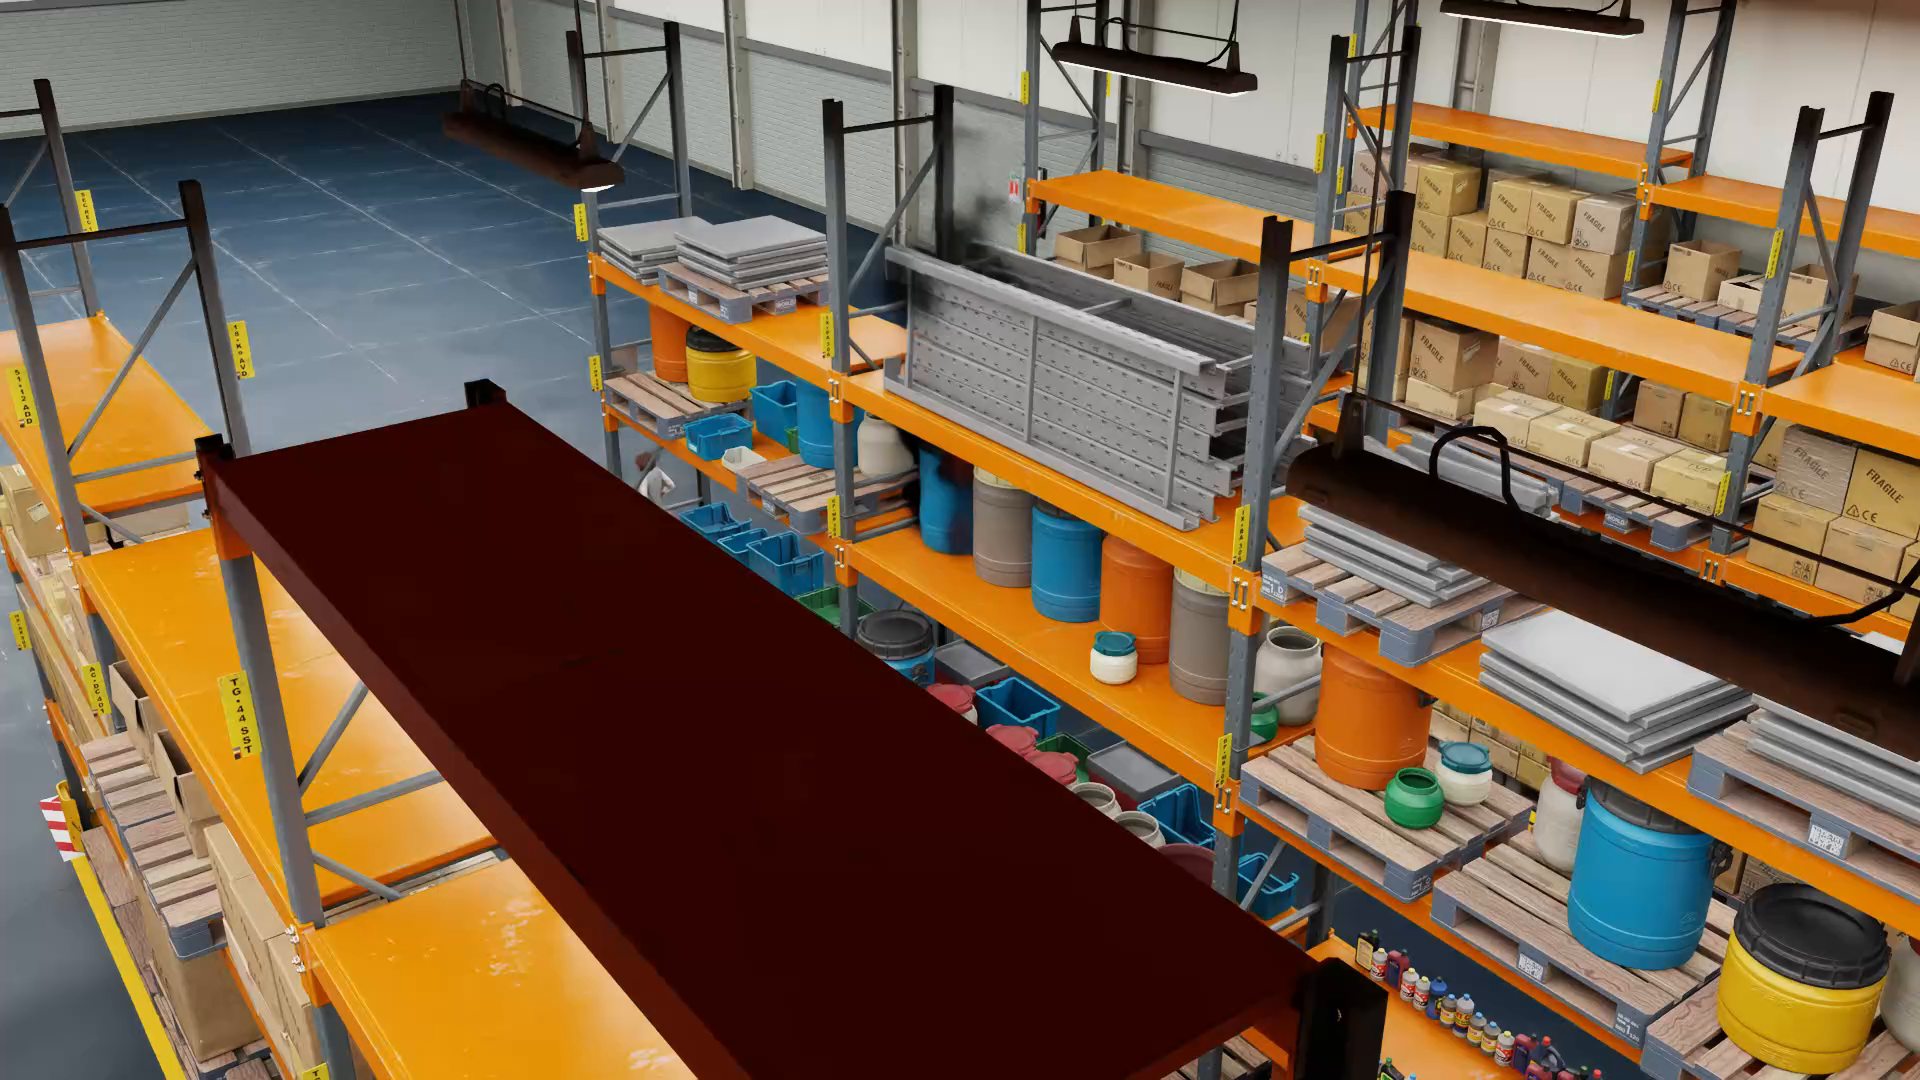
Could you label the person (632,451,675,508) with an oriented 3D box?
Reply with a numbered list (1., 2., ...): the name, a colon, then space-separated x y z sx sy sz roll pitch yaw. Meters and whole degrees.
1. person: -3.230 -0.191 17.544 0.725 1.607 0.586 9 26 18
